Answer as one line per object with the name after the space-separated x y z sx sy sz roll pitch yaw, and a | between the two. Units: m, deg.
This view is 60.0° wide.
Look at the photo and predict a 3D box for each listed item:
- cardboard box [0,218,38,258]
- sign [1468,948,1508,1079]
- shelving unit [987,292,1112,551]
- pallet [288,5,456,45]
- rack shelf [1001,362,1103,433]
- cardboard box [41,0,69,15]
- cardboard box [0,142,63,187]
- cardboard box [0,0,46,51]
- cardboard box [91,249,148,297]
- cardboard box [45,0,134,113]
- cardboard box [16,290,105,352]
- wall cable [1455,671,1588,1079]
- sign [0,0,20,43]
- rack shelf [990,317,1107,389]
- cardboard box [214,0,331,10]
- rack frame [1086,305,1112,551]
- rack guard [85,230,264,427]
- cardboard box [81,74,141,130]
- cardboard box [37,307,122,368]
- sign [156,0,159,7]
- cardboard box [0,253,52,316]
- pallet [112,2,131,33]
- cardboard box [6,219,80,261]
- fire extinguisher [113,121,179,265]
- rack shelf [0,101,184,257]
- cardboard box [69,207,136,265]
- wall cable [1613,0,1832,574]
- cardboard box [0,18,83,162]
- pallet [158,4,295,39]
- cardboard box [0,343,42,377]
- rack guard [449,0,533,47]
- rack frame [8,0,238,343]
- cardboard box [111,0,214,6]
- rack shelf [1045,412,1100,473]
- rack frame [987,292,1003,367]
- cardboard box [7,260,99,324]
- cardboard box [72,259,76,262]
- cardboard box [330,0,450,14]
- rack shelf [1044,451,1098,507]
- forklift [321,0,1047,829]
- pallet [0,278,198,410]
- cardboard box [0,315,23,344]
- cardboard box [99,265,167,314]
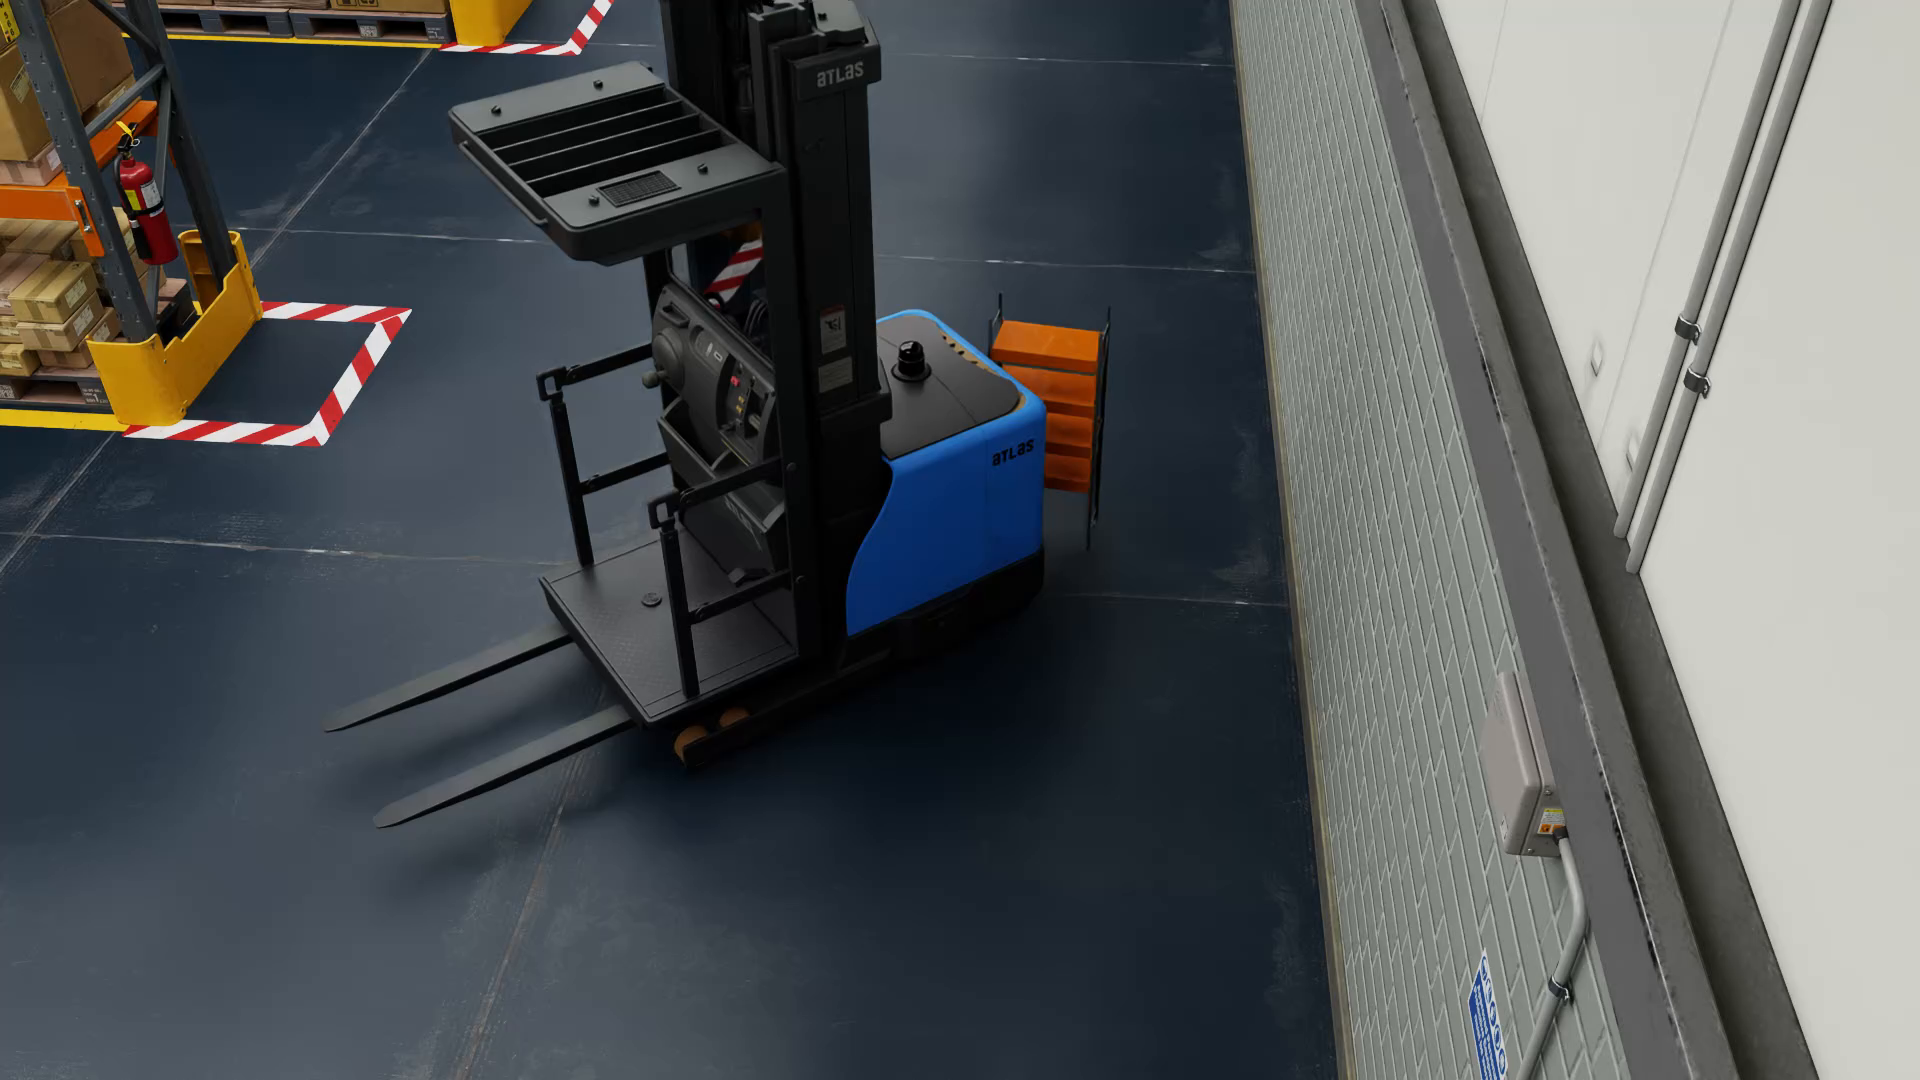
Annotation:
-5.138 -1.687 9.071 0.250 0.149 0.380 3 39 4 | cardboard box
1.239 1.157 3.909 0.001 0.218 0.327 3 39 4 | sign
0.392 -0.526 7.616 0.503 1.200 0.258 9 40 10 | shelving unit
-4.395 -4.149 12.851 1.213 0.211 1.003 3 39 4 | pallet
0.392 -0.647 7.517 0.480 0.148 0.258 9 40 10 | rack shelf
-4.544 -2.856 7.946 0.500 0.500 0.500 3 39 4 | cardboard box
-4.469 -1.865 8.035 0.250 0.149 0.380 3 39 4 | cardboard box
-4.597 -2.533 7.550 0.500 0.500 0.500 2 39 3 | cardboard box
-4.620 -1.485 9.059 0.250 0.149 0.380 5 39 6 | cardboard box
-4.543 -2.475 8.270 0.500 0.500 0.500 5 39 6 | cardboard box
-4.670 -1.145 8.641 0.250 0.149 0.380 2 39 3 | cardboard box
1.173 0.882 3.631 0.123 1.953 0.585 3 39 4 | wall cable
-4.188 -2.346 7.259 0.005 0.325 0.100 3 39 4 | sign
0.392 -0.831 7.368 0.480 0.148 0.258 9 40 10 | rack shelf
-5.142 -4.610 12.558 0.875 0.875 0.875 3 39 4 | cardboard box
0.630 -0.490 7.572 0.015 1.200 0.240 9 40 10 | rack frame
-4.196 -1.157 8.946 0.348 0.500 1.175 3 39 4 | rack guard
-4.414 -2.249 8.506 0.250 0.149 0.380 3 39 3 | cardboard box
-4.662 -1.077 8.794 0.250 0.149 0.380 4 39 5 | cardboard box
-4.073 -2.800 8.298 0.005 0.325 0.100 3 39 4 | sign
-4.915 -1.330 8.633 0.250 0.149 0.380 4 39 5 | cardboard box
-6.825 -4.282 13.014 1.213 0.211 1.003 3 39 4 | pallet
-4.898 -1.592 8.955 0.250 0.149 0.380 4 39 5 | cardboard box
-3.909 -1.644 7.921 0.183 0.674 0.296 3 39 4 | fire extinguisher
-6.112 -1.953 8.513 4.000 0.370 1.077 3 39 4 | rack shelf
-4.613 -1.653 9.029 0.250 0.149 0.380 1 39 2 | cardboard box
1.245 -1.198 2.264 0.029 3.000 0.463 3 39 4 | wall cable
-4.590 -2.139 7.858 0.500 0.500 0.500 4 39 5 | cardboard box
-5.607 -4.218 12.935 1.213 0.211 1.003 3 39 4 | pallet
-4.927 -1.028 8.733 0.250 0.149 0.380 4 39 5 | cardboard box
-3.567 -4.266 12.765 0.348 0.500 1.175 3 39 4 | rack guard
-4.120 -2.123 8.152 0.127 3.000 1.000 3 39 4 | rack frame
-6.029 -4.658 12.617 0.875 0.875 0.875 3 39 4 | cardboard box
0.392 -0.474 7.659 0.480 0.148 0.258 9 40 10 | rack shelf
0.155 -0.561 7.660 0.015 1.200 0.240 9 40 10 | rack frame
-4.669 -1.280 8.571 0.250 0.149 0.380 4 39 4 | cardboard box
-4.888 -1.536 9.121 0.250 0.149 0.380 3 39 4 | cardboard box
-4.236 -4.560 12.497 0.875 0.875 0.875 3 39 4 | cardboard box
0.392 -0.320 7.784 0.480 0.148 0.258 9 40 10 | rack shelf
-1.126 -0.596 6.331 3.031 2.935 1.130 -23 45 -26 | forklift
-5.002 -1.112 9.119 1.213 0.211 1.003 3 39 4 | pallet
-4.926 -1.193 8.700 0.250 0.149 0.380 2 39 3 | cardboard box
-4.614 -1.410 9.202 0.250 0.149 0.380 4 39 5 | cardboard box
